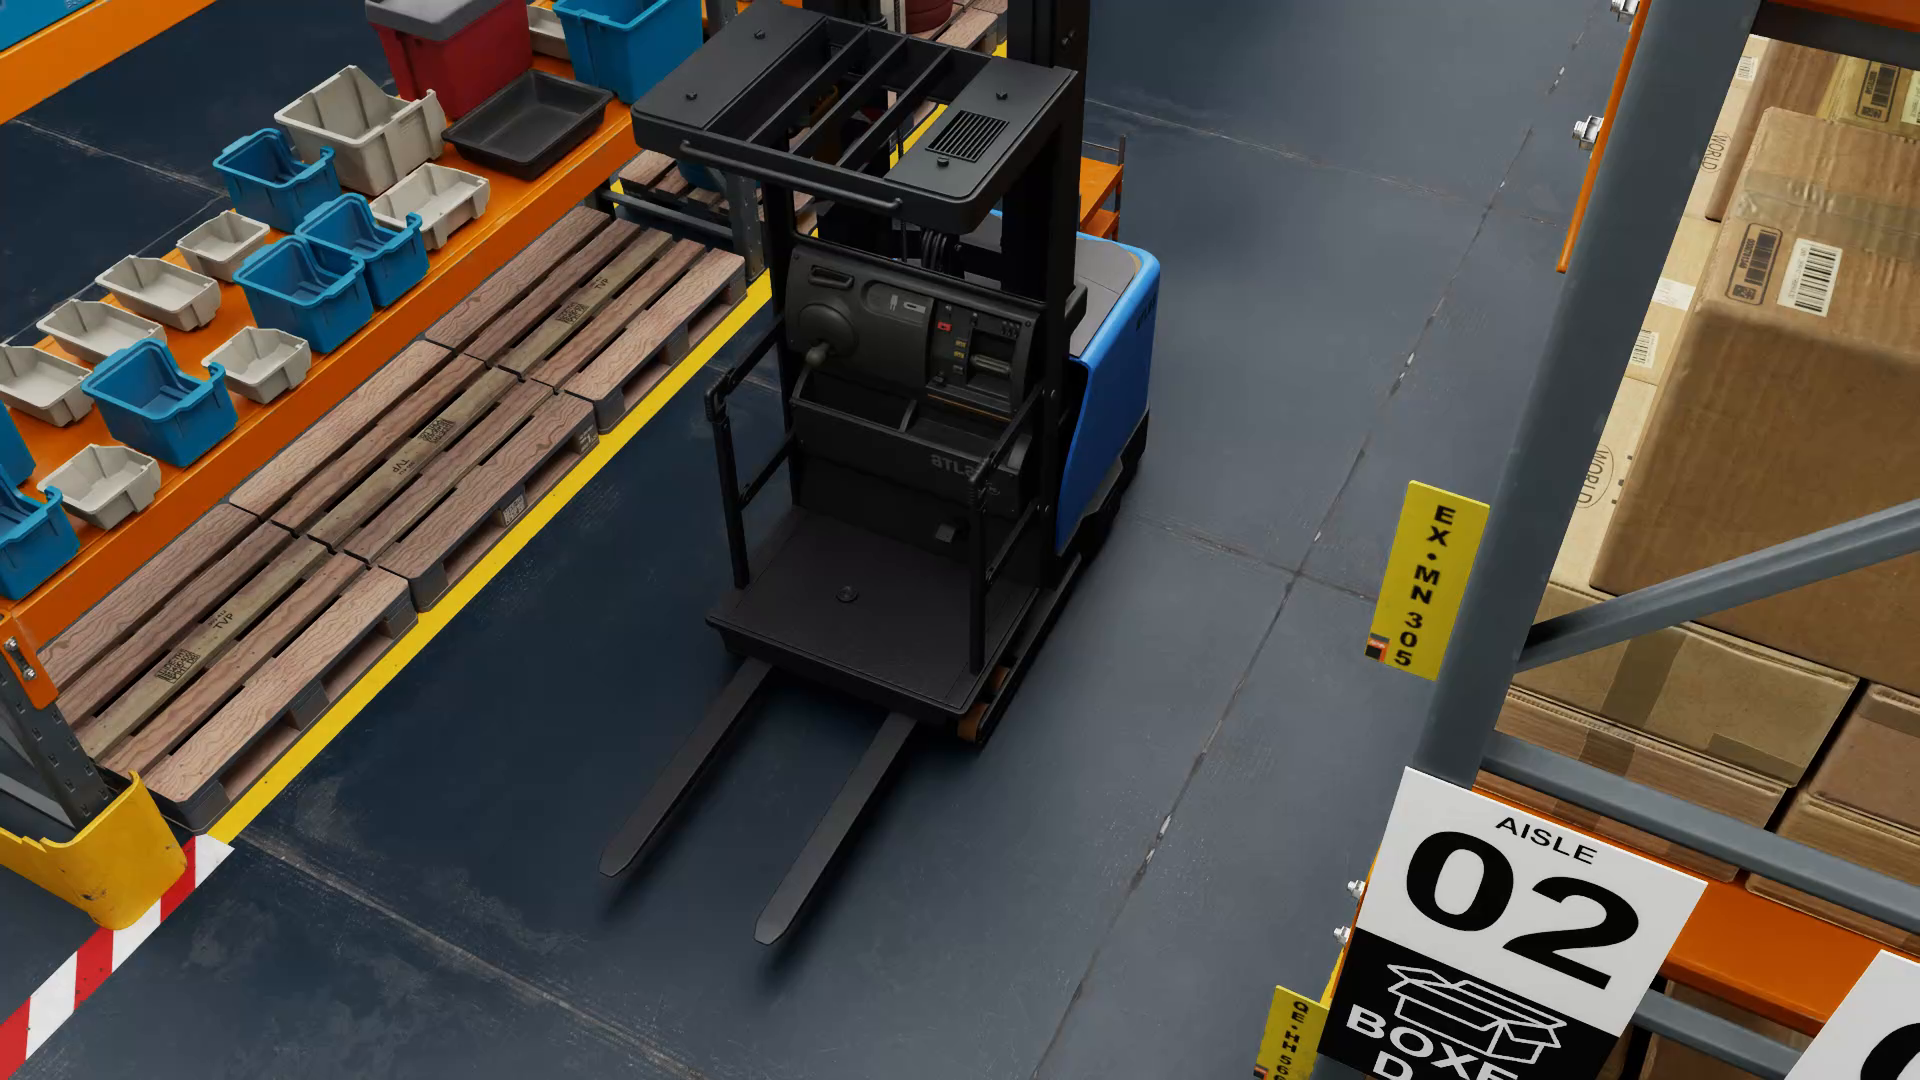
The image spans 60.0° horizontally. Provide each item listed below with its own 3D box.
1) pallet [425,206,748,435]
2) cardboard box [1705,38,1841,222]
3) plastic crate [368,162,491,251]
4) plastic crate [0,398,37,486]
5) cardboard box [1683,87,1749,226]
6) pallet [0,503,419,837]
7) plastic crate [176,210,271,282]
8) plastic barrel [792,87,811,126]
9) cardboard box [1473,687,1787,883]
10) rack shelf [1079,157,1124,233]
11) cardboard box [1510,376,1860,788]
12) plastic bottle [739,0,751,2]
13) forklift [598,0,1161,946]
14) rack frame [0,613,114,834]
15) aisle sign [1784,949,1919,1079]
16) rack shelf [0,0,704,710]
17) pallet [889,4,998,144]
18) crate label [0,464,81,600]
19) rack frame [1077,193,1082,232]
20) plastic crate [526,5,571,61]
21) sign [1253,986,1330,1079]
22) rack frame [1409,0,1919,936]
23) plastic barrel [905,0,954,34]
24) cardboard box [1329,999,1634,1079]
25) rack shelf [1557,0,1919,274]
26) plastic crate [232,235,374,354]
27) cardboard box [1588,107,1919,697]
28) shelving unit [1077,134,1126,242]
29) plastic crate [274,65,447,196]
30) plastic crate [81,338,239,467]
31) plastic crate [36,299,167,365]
[{"bbox_3d":[-1.759,-1.082,7.951,1.003,0.211,1.213,20,49,19],"label":"pallet"},{"bbox_3d":[1.745,-0.788,2.817,0.700,0.500,0.500,20,49,19],"label":"cardboard box"},{"bbox_3d":[-1.994,-1.270,6.319,0.293,0.136,0.466,20,49,19],"label":"plastic crate"},{"bbox_3d":[-3.319,-0.324,5.174,0.616,0.435,0.499,20,49,19],"label":"plastic crate"},{"bbox_3d":[1.557,-0.594,3.153,0.500,0.250,0.500,20,49,19],"label":"cardboard box"},{"bbox_3d":[-2.892,0.455,6.431,1.003,0.211,1.213,20,49,19],"label":"pallet"},{"bbox_3d":[-2.715,-1.074,6.126,0.298,0.136,0.250,20,49,19],"label":"plastic crate"},{"bbox_3d":[-0.856,-2.731,8.800,0.600,0.901,0.708,20,49,19],"label":"plastic barrel"},{"bbox_3d":[1.082,0.207,2.712,0.500,0.250,0.500,20,49,19],"label":"cardboard box"},{"bbox_3d":[0.486,-1.443,7.060,0.258,0.148,0.480,19,48,18],"label":"rack shelf"},{"bbox_3d":[1.089,0.034,2.532,0.500,0.250,0.500,20,49,19],"label":"cardboard box"},{"bbox_3d":[-0.983,-2.661,7.585,0.144,0.351,0.185,20,49,19],"label":"plastic bottle"},{"bbox_3d":[-0.271,-0.627,5.588,1.130,2.935,3.031,19,48,18],"label":"forklift"},{"bbox_3d":[-3.309,-0.018,4.939,1.000,3.000,0.127,20,49,19],"label":"rack frame"},{"bbox_3d":[1.305,0.846,2.257,0.394,0.787,0.004,20,49,19],"label":"aisle sign"},{"bbox_3d":[-2.380,-1.025,6.440,1.077,0.370,4.000,20,49,19],"label":"rack shelf"},{"bbox_3d":[-0.492,-2.802,9.650,1.003,0.211,1.213,20,49,19],"label":"pallet"},{"bbox_3d":[-2.903,-0.027,5.023,0.416,0.233,0.303,20,49,19],"label":"crate label"},{"bbox_3d":[0.380,-1.010,7.184,0.240,1.200,0.015,19,48,18],"label":"rack frame"},{"bbox_3d":[-1.795,-2.220,7.259,0.396,0.136,0.243,20,49,19],"label":"plastic crate"},{"bbox_3d":[0.595,0.906,2.989,0.100,0.325,0.005,20,49,19],"label":"sign"},{"bbox_3d":[1.077,-0.489,1.186,1.000,3.000,0.127,20,49,19],"label":"rack frame"},{"bbox_3d":[-0.331,-3.333,9.615,0.600,0.588,0.708,20,49,19],"label":"plastic barrel"},{"bbox_3d":[1.040,0.862,3.296,0.500,0.500,0.500,20,49,19],"label":"cardboard box"},{"bbox_3d":[2.005,-1.495,2.689,1.077,0.370,4.000,20,49,19],"label":"rack shelf"},{"bbox_3d":[-2.291,-0.857,5.843,0.416,0.233,0.300,20,49,19],"label":"plastic crate"},{"bbox_3d":[1.301,-0.150,2.187,0.700,0.500,0.500,20,49,19],"label":"cardboard box"},{"bbox_3d":[0.486,-1.167,7.339,0.258,1.200,0.503,19,48,18],"label":"shelving unit"},{"bbox_3d":[-2.324,-1.616,6.559,0.437,0.282,0.530,20,49,19],"label":"plastic crate"},{"bbox_3d":[-2.597,-0.442,5.433,0.416,0.233,0.300,20,49,19],"label":"plastic crate"},{"bbox_3d":[-2.943,-0.698,5.754,0.396,0.136,0.243,20,49,19],"label":"plastic crate"}]
